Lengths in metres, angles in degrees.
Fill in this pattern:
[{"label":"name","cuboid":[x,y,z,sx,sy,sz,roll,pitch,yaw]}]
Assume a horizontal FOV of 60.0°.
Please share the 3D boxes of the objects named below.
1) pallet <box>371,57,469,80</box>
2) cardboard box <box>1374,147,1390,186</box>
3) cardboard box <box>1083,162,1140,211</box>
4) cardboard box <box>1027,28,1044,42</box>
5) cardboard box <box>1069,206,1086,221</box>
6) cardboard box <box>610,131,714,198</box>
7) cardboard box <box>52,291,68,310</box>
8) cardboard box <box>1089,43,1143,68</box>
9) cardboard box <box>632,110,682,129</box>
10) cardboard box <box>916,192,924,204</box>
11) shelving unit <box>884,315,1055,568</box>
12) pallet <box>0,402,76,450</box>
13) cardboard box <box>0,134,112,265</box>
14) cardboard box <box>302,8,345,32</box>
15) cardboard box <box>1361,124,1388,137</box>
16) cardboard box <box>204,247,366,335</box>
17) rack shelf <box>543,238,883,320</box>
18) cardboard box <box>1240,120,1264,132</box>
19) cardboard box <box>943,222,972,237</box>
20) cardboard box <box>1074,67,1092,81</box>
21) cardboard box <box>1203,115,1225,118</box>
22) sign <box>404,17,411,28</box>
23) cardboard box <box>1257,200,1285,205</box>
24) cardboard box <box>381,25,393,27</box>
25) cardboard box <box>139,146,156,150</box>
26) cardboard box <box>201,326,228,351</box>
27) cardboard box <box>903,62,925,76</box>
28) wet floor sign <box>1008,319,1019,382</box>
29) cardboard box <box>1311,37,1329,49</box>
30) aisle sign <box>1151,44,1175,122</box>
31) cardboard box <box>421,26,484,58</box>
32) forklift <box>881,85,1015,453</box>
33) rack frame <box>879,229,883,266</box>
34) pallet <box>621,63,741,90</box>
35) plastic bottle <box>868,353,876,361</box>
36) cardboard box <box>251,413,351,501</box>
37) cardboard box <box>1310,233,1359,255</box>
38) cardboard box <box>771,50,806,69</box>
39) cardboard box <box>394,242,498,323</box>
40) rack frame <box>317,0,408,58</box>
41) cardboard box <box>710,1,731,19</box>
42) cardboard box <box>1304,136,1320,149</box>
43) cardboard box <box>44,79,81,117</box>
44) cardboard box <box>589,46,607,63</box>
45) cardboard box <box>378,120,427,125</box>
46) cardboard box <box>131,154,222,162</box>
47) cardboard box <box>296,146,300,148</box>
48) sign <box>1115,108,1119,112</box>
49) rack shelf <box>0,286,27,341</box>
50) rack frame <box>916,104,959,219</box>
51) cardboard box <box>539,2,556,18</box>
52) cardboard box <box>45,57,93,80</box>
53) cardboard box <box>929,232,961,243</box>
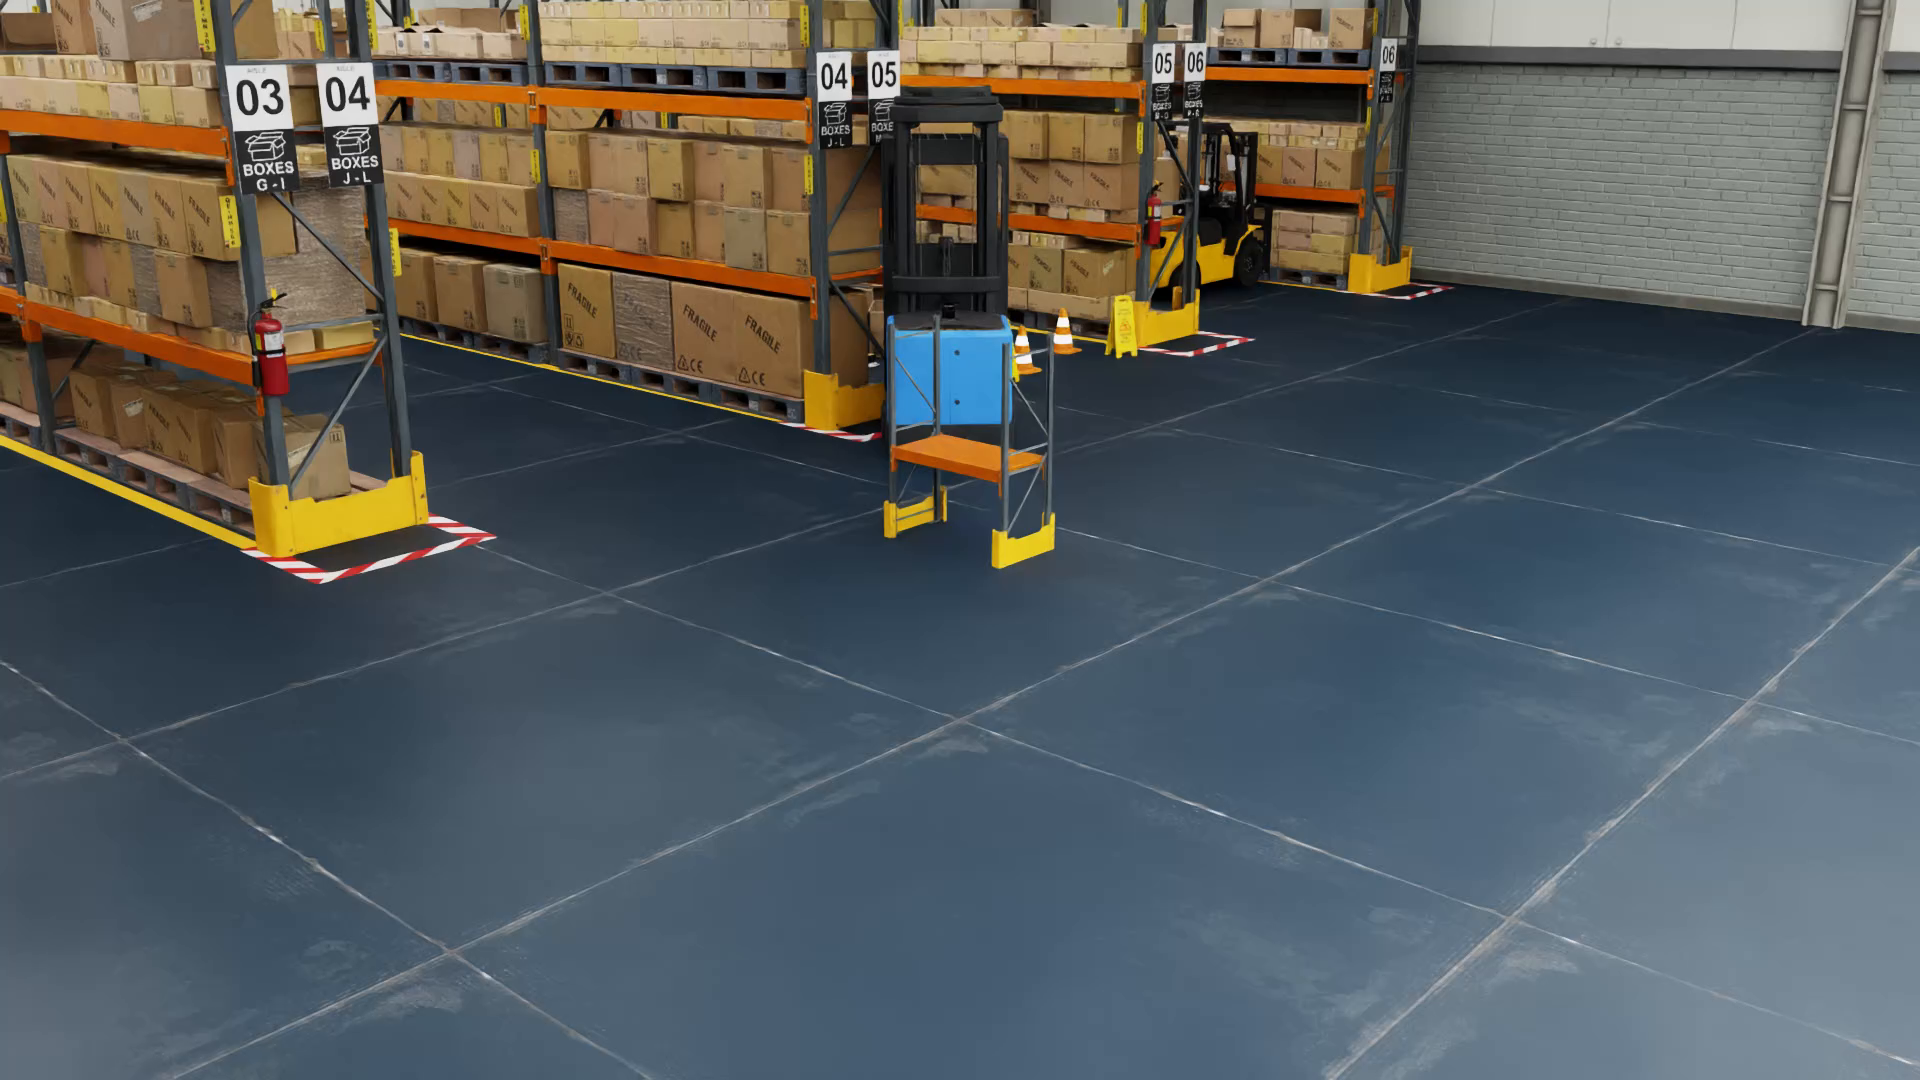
[{"label":"pallet","cuboid":[-6.377,-5.383,18.969,1.003,0.211,1.213,16,24,42]},{"label":"cardboard box","cuboid":[5.405,-5.028,22.332,0.500,0.500,0.500,16,24,41]},{"label":"cardboard box","cuboid":[1.711,-3.931,18.382,0.500,0.500,0.500,15,23,38]},{"label":"cardboard box","cuboid":[0.968,-5.665,18.642,0.250,0.149,0.380,14,22,38]},{"label":"cardboard box","cuboid":[1.437,-3.684,18.676,0.250,0.149,0.380,15,23,38]},{"label":"cardboard box","cuboid":[-2.848,-3.638,16.084,0.550,0.550,0.875,15,23,39]},{"label":"cardboard box","cuboid":[-6.925,-1.928,13.143,0.250,0.149,0.380,15,23,39]},{"label":"cardboard box","cuboid":[1.738,-5.237,17.951,0.500,0.250,0.500,15,23,39]},{"label":"cardboard box","cuboid":[-4.244,-5.870,23.331,0.500,0.500,0.500,14,23,38]},{"label":"cardboard box","cuboid":[-0.446,-4.203,20.313,0.250,0.149,0.380,16,24,41]},{"label":"shelving unit","cuboid":[0.057,-0.700,11.337,1.083,1.500,0.587,15,23,39]},{"label":"pallet","cuboid":[-7.853,-1.083,14.674,1.213,0.211,1.003,15,23,39]},{"label":"cardboard box","cuboid":[-7.771,-2.933,14.209,1.000,1.000,1.000,15,23,40]},{"label":"cardboard box","cuboid":[-7.369,-6.026,19.250,0.258,0.266,0.396,15,23,39]},{"label":"cardboard box","cuboid":[5.482,-5.433,22.043,0.250,0.149,0.380,14,23,38]},{"label":"cardboard box","cuboid":[-4.671,-1.759,11.538,0.500,0.500,0.875,15,23,39]},{"label":"rack shelf","cuboid":[-2.406,-2.613,16.076,4.000,0.370,1.077,15,23,39]},{"label":"cardboard box","cuboid":[4.033,-5.648,22.720,0.250,0.149,0.380,15,23,40]},{"label":"cardboard box","cuboid":[0.009,-3.733,19.955,0.250,0.149,0.380,16,24,41]},{"label":"cardboard box","cuboid":[1.463,-5.117,18.232,0.250,0.149,0.380,16,24,41]},{"label":"cardboard box","cuboid":[3.635,-5.979,23.762,0.250,0.149,0.380,14,23,38]},{"label":"sign","cuboid":[-6.520,-5.999,19.610,0.005,0.325,0.100,15,23,39]},{"label":"cardboard box","cuboid":[4.236,-4.631,23.443,0.500,0.250,0.500,14,23,38]},{"label":"cardboard box","cuboid":[-9.271,-8.443,27.687,0.500,0.250,0.500,13,21,34]},{"label":"cardboard box","cuboid":[-10.823,-5.291,22.668,0.500,0.500,0.500,14,23,38]},{"label":"cardboard box","cuboid":[-5.036,-1.432,11.581,0.250,0.149,0.380,15,23,39]},{"label":"cardboard box","cuboid":[-0.465,-5.624,19.831,0.250,0.149,0.380,15,23,39]},{"label":"wet floor sign","cuboid":[0.425,-1.875,16.452,0.232,0.644,0.267,11,20,30]},{"label":"cardboard box","cuboid":[4.770,-6.474,21.649,0.250,0.149,0.380,14,22,38]},{"label":"aisle sign","cuboid":[2.153,-4.856,17.656,0.004,0.787,0.394,15,23,39]},{"label":"cardboard box","cuboid":[-5.359,-5.295,17.666,0.500,0.311,0.500,14,22,37]},{"label":"forklift","cuboid":[-0.136,-2.494,14.626,1.130,2.935,3.031,-1,18,-2]},{"label":"rack frame","cuboid":[-0.692,-4.498,20.826,0.127,3.000,1.000,15,23,39]},{"label":"pallet","cuboid":[-2.389,-4.334,15.496,1.213,0.211,1.003,15,23,39]},{"label":"plastic bottle","cuboid":[-1.047,-1.943,17.634,0.283,0.061,0.133,7,19,21]},{"label":"cardboard box","cuboid":[-4.734,-0.591,11.952,0.500,0.500,0.500,-13,22,-36]},{"label":"cardboard box","cuboid":[5.020,-3.973,22.198,0.500,0.250,0.500,15,23,39]},{"label":"cardboard box","cuboid":[-1.384,-4.102,14.177,0.250,0.149,0.380,15,23,39]},{"label":"cardboard box","cuboid":[-5.842,-2.971,19.040,0.750,0.750,1.050,15,23,40]},{"label":"rack frame","cuboid":[-6.894,-7.020,18.856,0.127,3.000,1.000,15,23,39]},{"label":"cardboard box","cuboid":[-1.960,-4.637,14.542,0.250,0.149,0.380,16,23,40]},{"label":"cardboard box","cuboid":[4.782,-5.292,22.091,0.250,0.149,0.380,16,23,40]},{"label":"cardboard box","cuboid":[-6.340,-3.258,12.209,0.500,0.250,0.500,14,22,37]},{"label":"cardboard box","cuboid":[-3.288,-4.613,15.786,0.250,0.149,0.380,15,23,38]},{"label":"cardboard box","cuboid":[-6.565,-4.593,19.306,0.500,0.500,0.700,15,23,39]},{"label":"cardboard box","cuboid":[-6.003,-2.693,12.829,0.500,0.500,0.500,15,23,39]},{"label":"cardboard box","cuboid":[-8.149,-4.676,20.124,0.250,0.149,0.380,16,24,41]},{"label":"sign","cuboid":[2.247,-6.011,23.810,0.005,0.325,0.100,15,23,39]},{"label":"rack shelf","cuboid":[-8.766,-2.314,15.135,4.000,0.370,1.077,15,23,39]},{"label":"rack frame","cuboid":[-0.392,-6.425,26.897,0.127,3.000,1.000,15,23,39]},{"label":"cardboard box","cuboid":[-3.856,-5.146,16.145,0.250,0.149,0.380,15,23,40]},{"label":"cardboard box","cuboid":[-6.445,-3.459,12.182,0.250,0.149,0.380,14,23,38]},{"label":"cardboard box","cuboid":[-0.022,-3.461,20.169,0.500,0.500,0.500,16,24,41]}]
